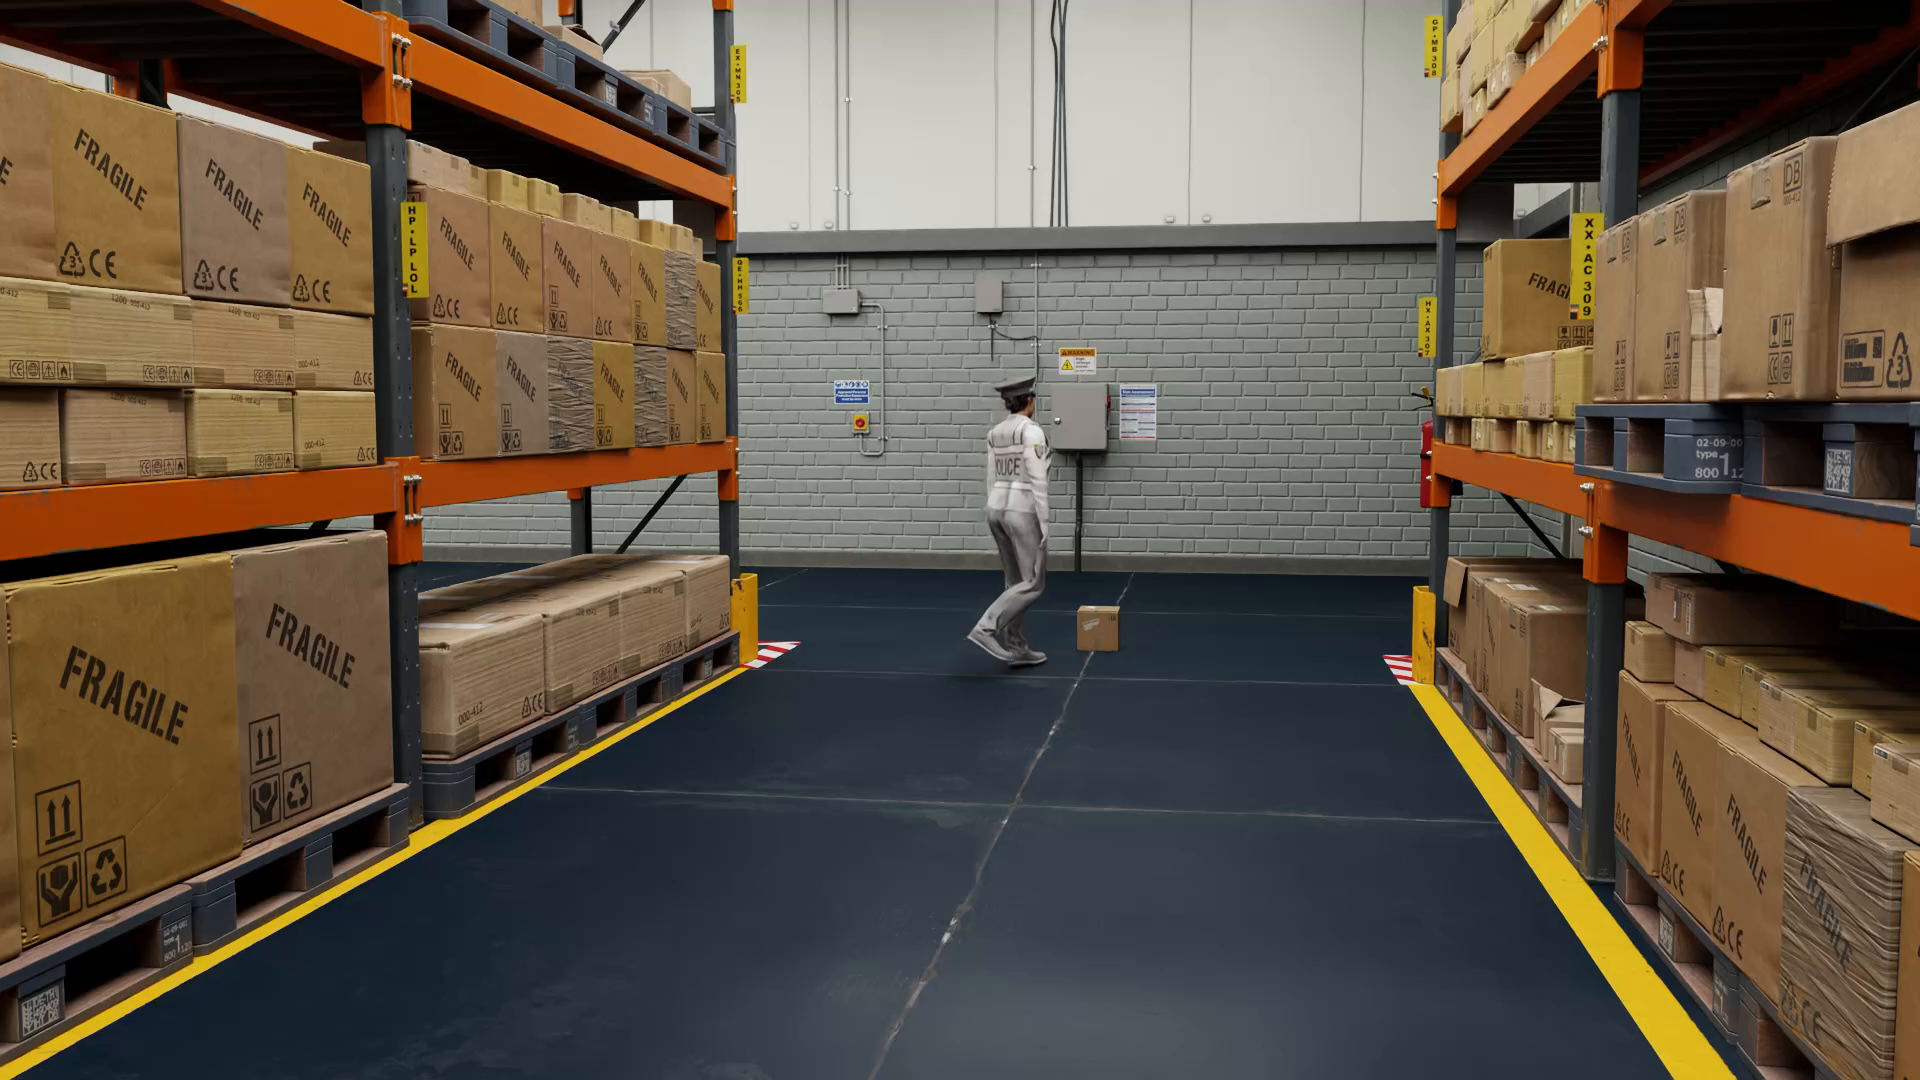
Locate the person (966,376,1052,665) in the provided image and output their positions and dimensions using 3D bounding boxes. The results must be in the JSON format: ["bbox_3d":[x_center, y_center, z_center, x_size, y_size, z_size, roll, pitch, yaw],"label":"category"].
[{"bbox_3d":[0.264,-0.099,9.453,0.635,1.662,0.504,-3,5,-32],"label":"person"}]
